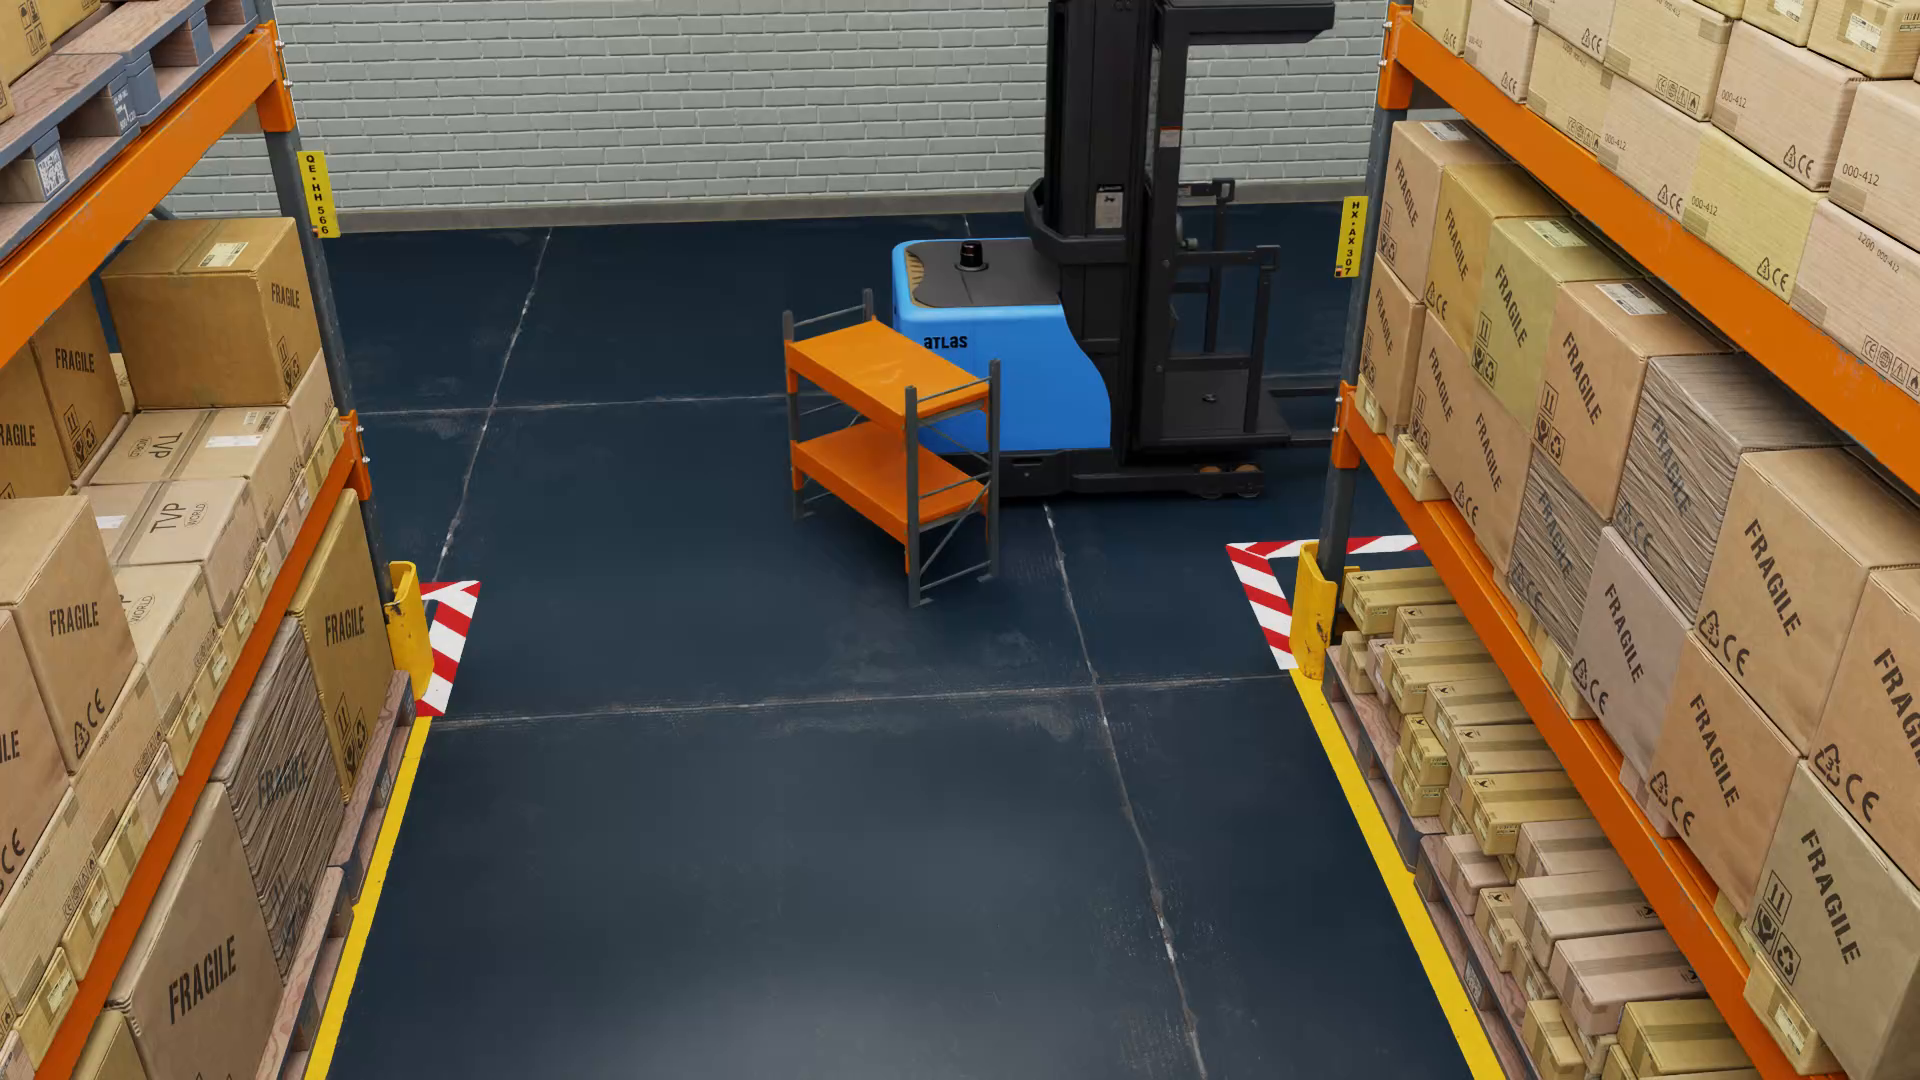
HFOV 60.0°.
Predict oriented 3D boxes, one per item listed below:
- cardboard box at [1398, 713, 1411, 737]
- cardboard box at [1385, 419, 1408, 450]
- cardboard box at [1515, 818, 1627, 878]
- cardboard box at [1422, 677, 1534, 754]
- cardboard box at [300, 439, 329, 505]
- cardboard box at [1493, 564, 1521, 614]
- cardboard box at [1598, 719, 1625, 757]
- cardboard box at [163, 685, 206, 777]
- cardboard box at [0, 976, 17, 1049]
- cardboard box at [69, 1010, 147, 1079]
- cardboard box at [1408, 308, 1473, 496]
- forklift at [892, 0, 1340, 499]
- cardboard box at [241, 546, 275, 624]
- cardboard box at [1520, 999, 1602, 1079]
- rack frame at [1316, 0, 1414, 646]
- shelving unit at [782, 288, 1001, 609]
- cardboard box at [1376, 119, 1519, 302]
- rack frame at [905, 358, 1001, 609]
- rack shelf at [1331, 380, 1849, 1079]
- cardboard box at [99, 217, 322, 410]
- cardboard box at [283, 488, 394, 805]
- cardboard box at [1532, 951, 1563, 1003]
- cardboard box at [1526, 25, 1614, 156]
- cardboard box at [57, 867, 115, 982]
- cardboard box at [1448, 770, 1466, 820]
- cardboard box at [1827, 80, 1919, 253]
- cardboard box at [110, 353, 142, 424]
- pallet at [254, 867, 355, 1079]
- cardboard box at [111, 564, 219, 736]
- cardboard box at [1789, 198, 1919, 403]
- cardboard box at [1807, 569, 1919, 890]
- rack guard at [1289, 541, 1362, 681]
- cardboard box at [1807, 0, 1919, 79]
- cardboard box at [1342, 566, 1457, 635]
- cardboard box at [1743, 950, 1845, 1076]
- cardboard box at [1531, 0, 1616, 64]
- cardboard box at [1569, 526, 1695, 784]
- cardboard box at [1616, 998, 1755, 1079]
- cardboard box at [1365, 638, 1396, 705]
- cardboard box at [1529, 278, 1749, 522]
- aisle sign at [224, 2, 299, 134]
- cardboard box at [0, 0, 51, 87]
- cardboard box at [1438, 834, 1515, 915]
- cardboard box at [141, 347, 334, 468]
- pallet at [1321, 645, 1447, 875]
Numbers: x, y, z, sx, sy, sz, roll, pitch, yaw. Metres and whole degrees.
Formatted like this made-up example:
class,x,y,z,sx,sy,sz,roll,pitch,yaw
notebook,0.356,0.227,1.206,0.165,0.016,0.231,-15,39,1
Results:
class,x,y,z,sx,sy,sz,roll,pitch,yaw
cardboard box,1.927,0.754,6.433,0.380,0.149,0.250,-2,31,-4
cardboard box,1.830,-0.412,6.259,0.380,0.149,0.250,-2,31,-3
cardboard box,2.033,1.038,5.377,0.380,0.149,0.250,-3,31,-4
cardboard box,1.919,0.636,6.051,0.380,0.149,0.250,-4,31,-7
cardboard box,-2.500,-0.236,5.965,0.380,0.149,0.250,-2,31,-4
cardboard box,1.958,0.121,5.367,0.380,0.149,0.250,-3,31,-6
cardboard box,2.052,0.519,4.701,0.380,0.149,0.250,-3,31,-5
cardboard box,-2.357,0.545,4.658,0.380,0.149,0.250,-4,31,-6
cardboard box,-2.296,1.084,3.366,0.500,0.250,0.500,-3,31,-5
cardboard box,-2.495,1.791,3.989,0.875,0.875,0.875,-3,31,-5
cardboard box,1.903,-0.485,5.749,0.500,0.500,0.500,-3,31,-4
forklift,1.171,-1.740,8.305,3.031,2.935,1.130,-2,31,-4
cardboard box,-2.429,0.153,5.314,0.380,0.149,0.250,-3,31,-6
cardboard box,1.962,1.545,5.109,0.380,0.149,0.250,-3,31,-5
rack frame,2.061,-0.829,6.712,1.000,3.000,0.127,-3,31,-5
shelving unit,-0.331,-0.455,7.915,0.538,1.125,1.048,-21,37,-31
cardboard box,1.839,-1.187,5.949,0.500,0.500,0.500,-3,31,-5
rack frame,-0.028,-0.246,7.564,0.500,1.125,0.032,-21,37,-31
rack shelf,2.248,0.501,5.187,1.077,0.370,4.000,-3,31,-5
cardboard box,-2.580,-0.792,5.775,0.500,0.500,0.500,-2,31,-4
cardboard box,-2.747,0.412,6.297,0.875,0.875,0.875,-3,31,-5
cardboard box,2.034,1.311,5.211,0.380,0.149,0.250,-4,31,-7
cardboard box,1.954,-1.279,4.687,0.500,0.250,0.500,-4,31,-6
cardboard box,-2.286,0.938,4.000,0.380,0.149,0.250,-4,31,-6
cardboard box,1.970,0.898,5.903,0.380,0.149,0.250,-4,31,-7
cardboard box,2.101,-0.714,3.254,0.500,0.250,0.500,-4,31,-7
cardboard box,-3.111,-0.448,5.931,0.500,0.250,0.500,-4,31,-6
pallet,-2.623,1.581,5.398,1.003,0.211,1.213,-3,31,-5
cardboard box,-2.430,0.313,4.656,0.500,0.250,0.500,-3,31,-4
cardboard box,2.085,-0.503,3.388,0.500,0.250,0.500,-3,31,-5
cardboard box,2.121,0.387,3.315,0.500,0.500,0.500,-4,31,-6
rack guard,2.068,0.283,7.288,1.175,0.500,0.348,-3,31,-5
cardboard box,2.028,-1.074,3.468,0.380,0.149,0.250,-4,31,-7
cardboard box,1.772,0.243,6.708,0.380,0.149,0.250,-4,31,-7
cardboard box,2.042,1.061,3.794,0.380,0.149,0.250,-4,31,-6
cardboard box,1.928,-1.505,4.578,0.500,0.250,0.500,-2,31,-4
cardboard box,2.016,0.290,4.451,0.500,0.500,0.500,-3,31,-5
cardboard box,2.102,1.441,4.702,0.380,0.149,0.250,-2,31,-3
cardboard box,1.824,0.510,6.552,0.380,0.149,0.250,-3,31,-5
cardboard box,1.970,-0.403,4.636,0.500,0.500,0.500,-4,31,-6
aisle sign,-2.595,-1.810,5.819,0.394,0.787,0.004,-3,31,-5
cardboard box,-2.756,-1.379,4.103,0.700,0.500,0.500,-5,31,-8
cardboard box,1.897,1.147,5.775,0.380,0.149,0.250,-4,31,-7
cardboard box,-2.577,-0.471,5.970,0.500,0.250,0.500,-3,31,-5
pallet,2.109,0.824,6.665,1.003,0.211,1.213,-3,31,-5
